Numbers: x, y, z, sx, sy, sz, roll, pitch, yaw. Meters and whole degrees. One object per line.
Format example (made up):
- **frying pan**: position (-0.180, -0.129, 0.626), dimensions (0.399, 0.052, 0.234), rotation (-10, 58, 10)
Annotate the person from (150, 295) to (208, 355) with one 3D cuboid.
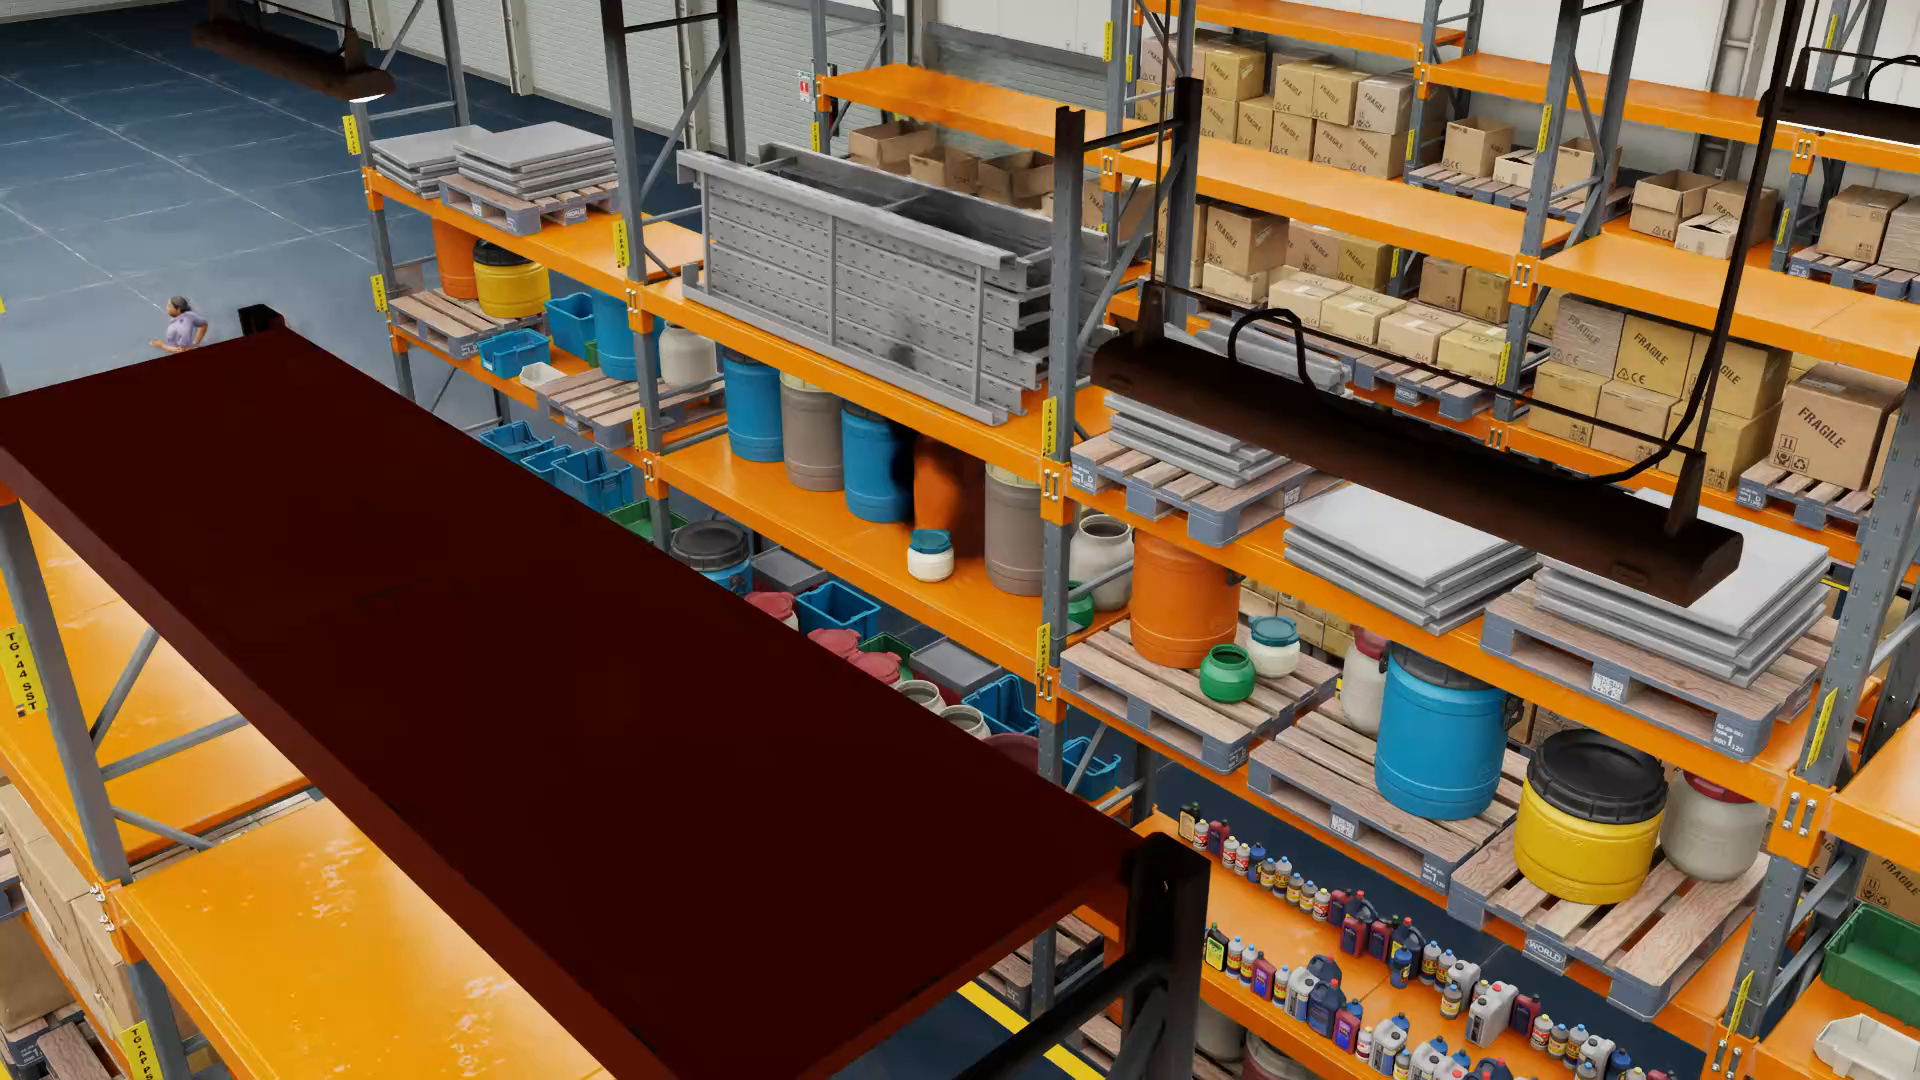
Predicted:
- **person**: position (-8.651, -1.952, 18.771), dimensions (0.764, 1.711, 0.579), rotation (-13, 31, -23)
